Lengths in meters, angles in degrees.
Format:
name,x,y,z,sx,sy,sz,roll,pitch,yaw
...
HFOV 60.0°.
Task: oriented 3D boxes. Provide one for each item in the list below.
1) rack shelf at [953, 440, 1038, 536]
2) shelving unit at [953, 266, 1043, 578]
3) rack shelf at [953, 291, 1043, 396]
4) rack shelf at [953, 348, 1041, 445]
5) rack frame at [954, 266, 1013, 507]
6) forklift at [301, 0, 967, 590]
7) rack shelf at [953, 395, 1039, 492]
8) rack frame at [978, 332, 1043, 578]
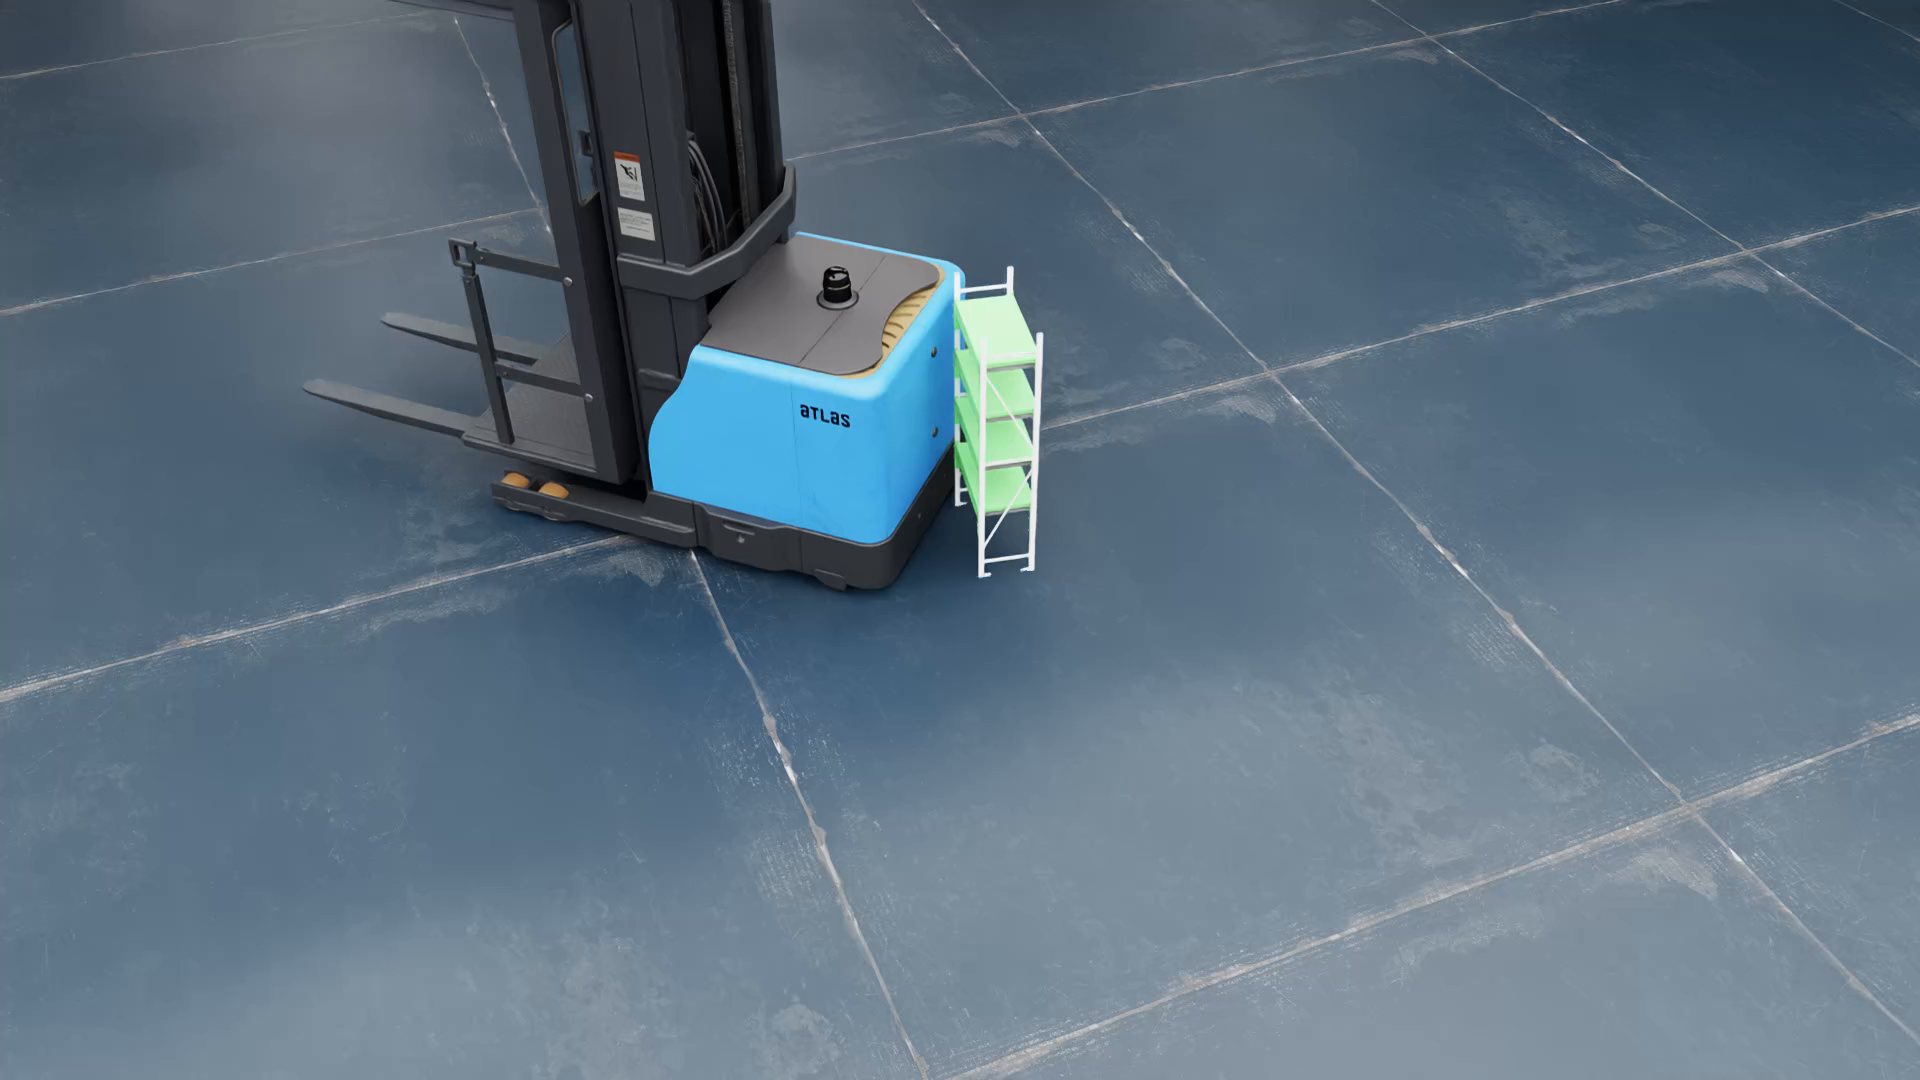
name,x,y,z,sx,sy,sz,roll,pitch,yaw
rack shelf,0.146,-0.240,7.074,0.258,0.148,0.480,-8,41,-9
shelving unit,0.146,-0.470,6.876,0.258,1.200,0.503,-8,41,-9
rack shelf,0.146,-0.785,6.605,0.258,0.148,0.480,-8,41,-9
rack shelf,0.146,-0.604,6.761,0.258,0.148,0.480,-8,41,-9
rack frame,0.095,-0.626,7.057,0.240,1.200,0.015,-8,41,-9
forklift,-1.534,-1.502,6.749,3.031,2.935,1.130,14,43,16
rack shelf,0.146,-0.422,6.918,0.258,0.148,0.480,-8,41,-9
rack frame,0.197,-0.314,6.695,0.240,1.200,0.015,-8,41,-9
